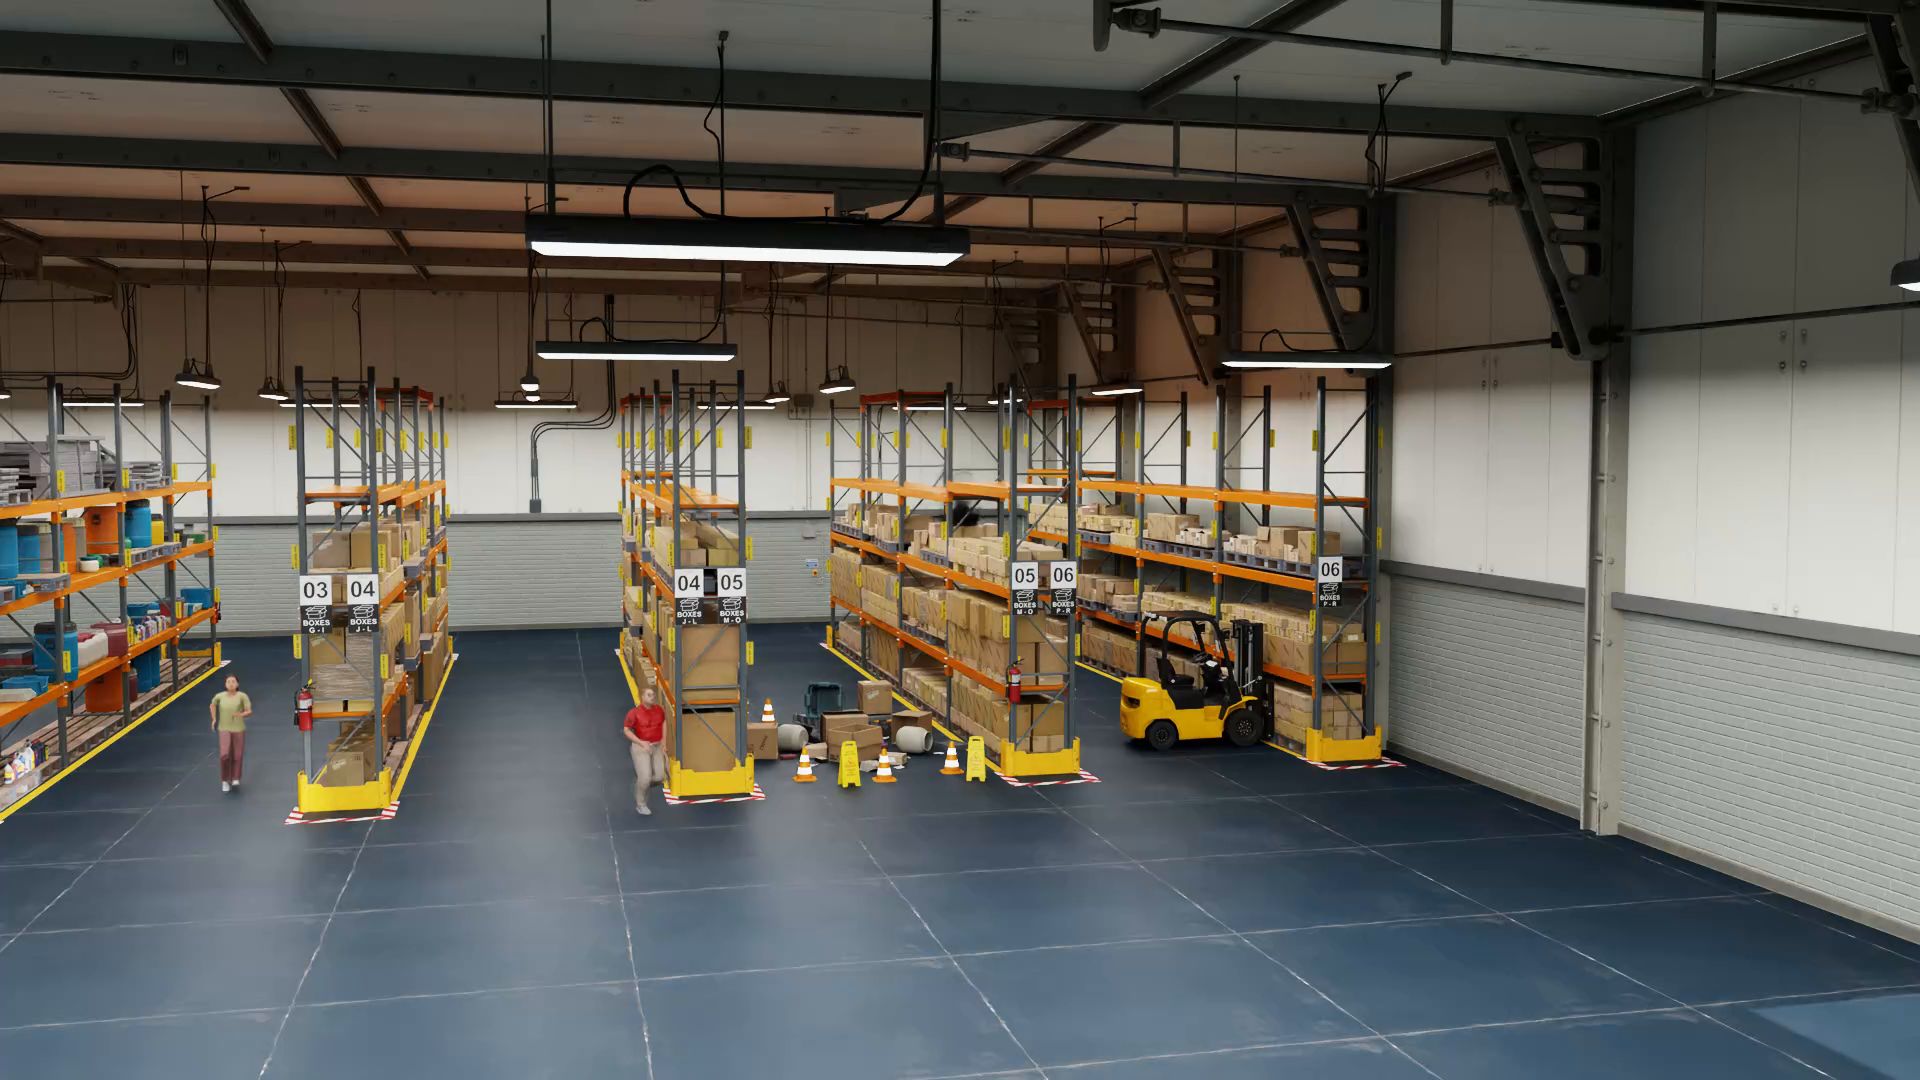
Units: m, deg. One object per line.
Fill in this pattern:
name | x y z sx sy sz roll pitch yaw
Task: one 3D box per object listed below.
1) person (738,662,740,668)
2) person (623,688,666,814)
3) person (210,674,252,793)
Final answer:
person | -4.982 2.017 36.152 0.557 1.654 0.549 -1 4 -18
person | -4.211 2.841 22.452 0.710 1.702 0.587 -3 5 -43
person | -10.400 2.752 23.741 0.547 1.685 0.683 -2 4 -24
